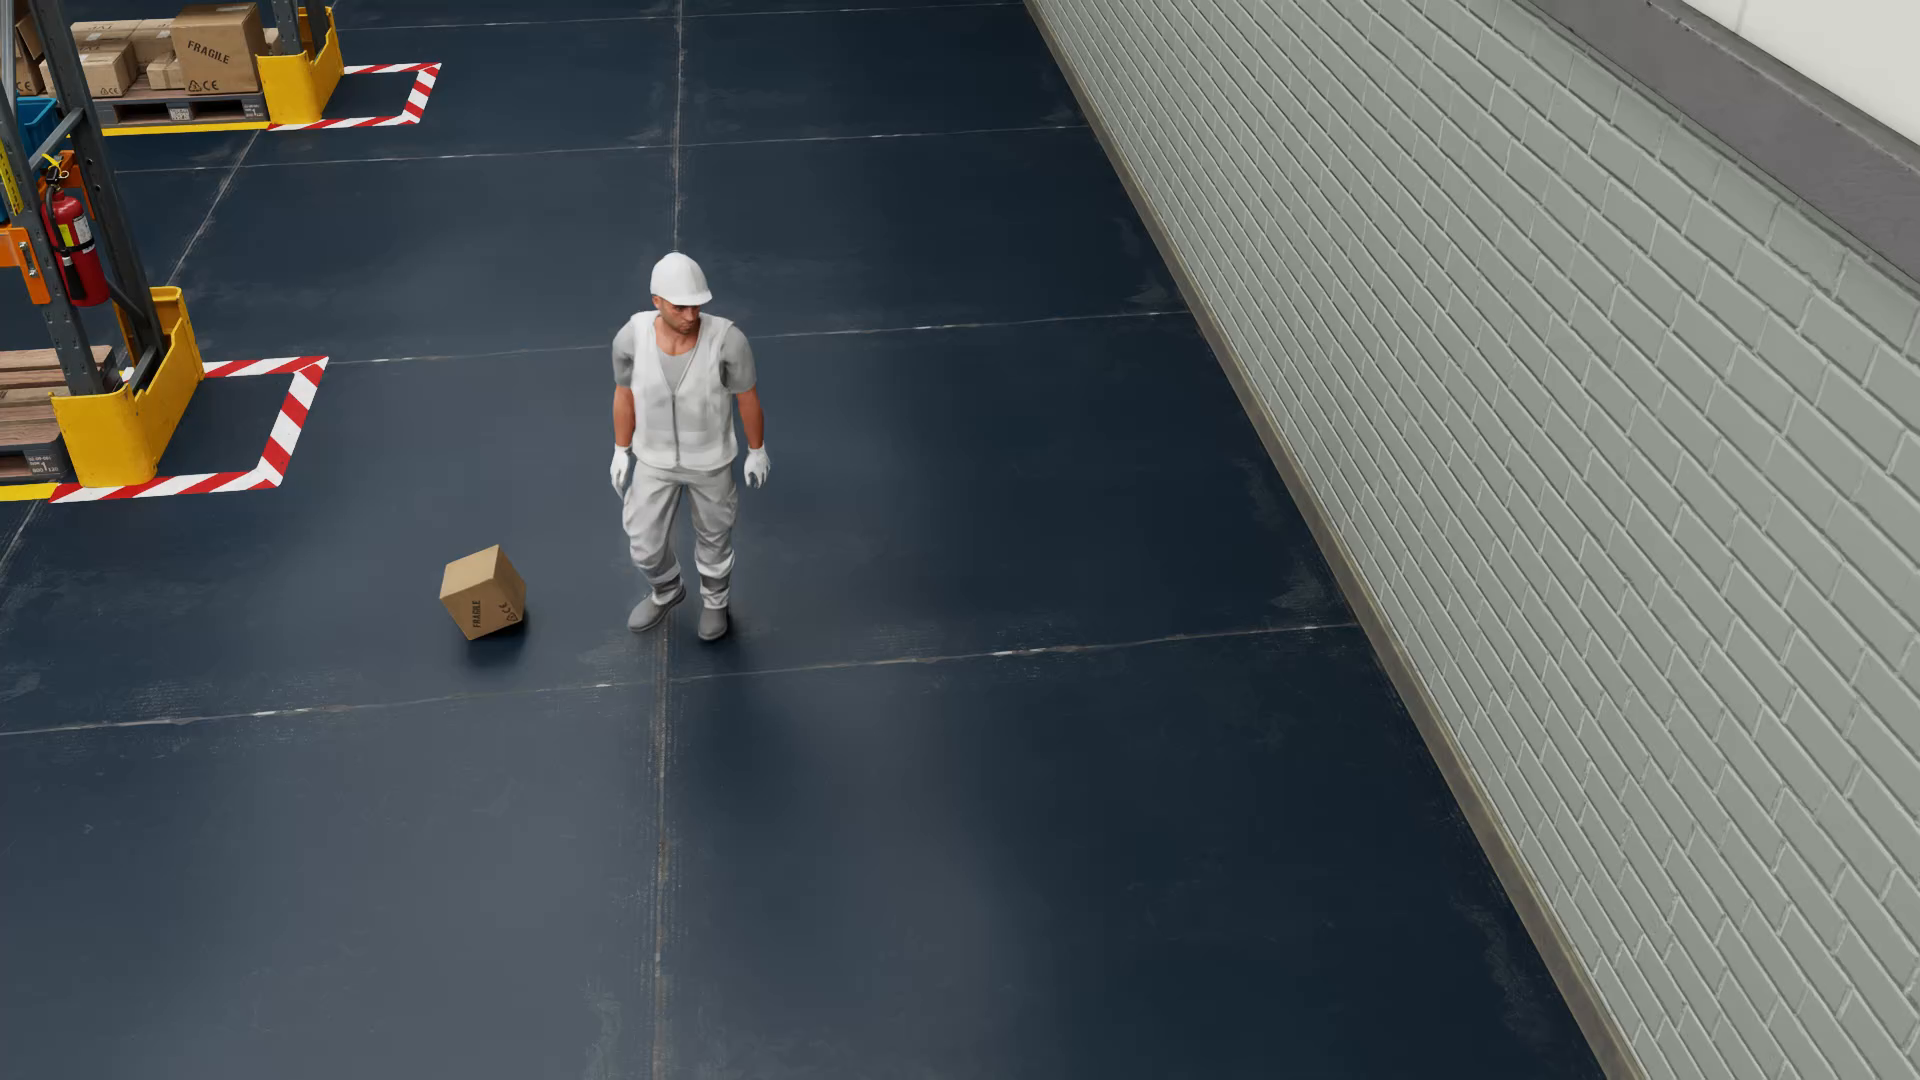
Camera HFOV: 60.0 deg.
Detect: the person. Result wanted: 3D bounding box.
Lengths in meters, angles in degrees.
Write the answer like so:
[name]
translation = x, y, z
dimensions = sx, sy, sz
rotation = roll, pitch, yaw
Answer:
[person]
translation = -1.086, -0.334, 6.575
dimensions = 0.658, 1.772, 0.451
rotation = 0, 34, 1
